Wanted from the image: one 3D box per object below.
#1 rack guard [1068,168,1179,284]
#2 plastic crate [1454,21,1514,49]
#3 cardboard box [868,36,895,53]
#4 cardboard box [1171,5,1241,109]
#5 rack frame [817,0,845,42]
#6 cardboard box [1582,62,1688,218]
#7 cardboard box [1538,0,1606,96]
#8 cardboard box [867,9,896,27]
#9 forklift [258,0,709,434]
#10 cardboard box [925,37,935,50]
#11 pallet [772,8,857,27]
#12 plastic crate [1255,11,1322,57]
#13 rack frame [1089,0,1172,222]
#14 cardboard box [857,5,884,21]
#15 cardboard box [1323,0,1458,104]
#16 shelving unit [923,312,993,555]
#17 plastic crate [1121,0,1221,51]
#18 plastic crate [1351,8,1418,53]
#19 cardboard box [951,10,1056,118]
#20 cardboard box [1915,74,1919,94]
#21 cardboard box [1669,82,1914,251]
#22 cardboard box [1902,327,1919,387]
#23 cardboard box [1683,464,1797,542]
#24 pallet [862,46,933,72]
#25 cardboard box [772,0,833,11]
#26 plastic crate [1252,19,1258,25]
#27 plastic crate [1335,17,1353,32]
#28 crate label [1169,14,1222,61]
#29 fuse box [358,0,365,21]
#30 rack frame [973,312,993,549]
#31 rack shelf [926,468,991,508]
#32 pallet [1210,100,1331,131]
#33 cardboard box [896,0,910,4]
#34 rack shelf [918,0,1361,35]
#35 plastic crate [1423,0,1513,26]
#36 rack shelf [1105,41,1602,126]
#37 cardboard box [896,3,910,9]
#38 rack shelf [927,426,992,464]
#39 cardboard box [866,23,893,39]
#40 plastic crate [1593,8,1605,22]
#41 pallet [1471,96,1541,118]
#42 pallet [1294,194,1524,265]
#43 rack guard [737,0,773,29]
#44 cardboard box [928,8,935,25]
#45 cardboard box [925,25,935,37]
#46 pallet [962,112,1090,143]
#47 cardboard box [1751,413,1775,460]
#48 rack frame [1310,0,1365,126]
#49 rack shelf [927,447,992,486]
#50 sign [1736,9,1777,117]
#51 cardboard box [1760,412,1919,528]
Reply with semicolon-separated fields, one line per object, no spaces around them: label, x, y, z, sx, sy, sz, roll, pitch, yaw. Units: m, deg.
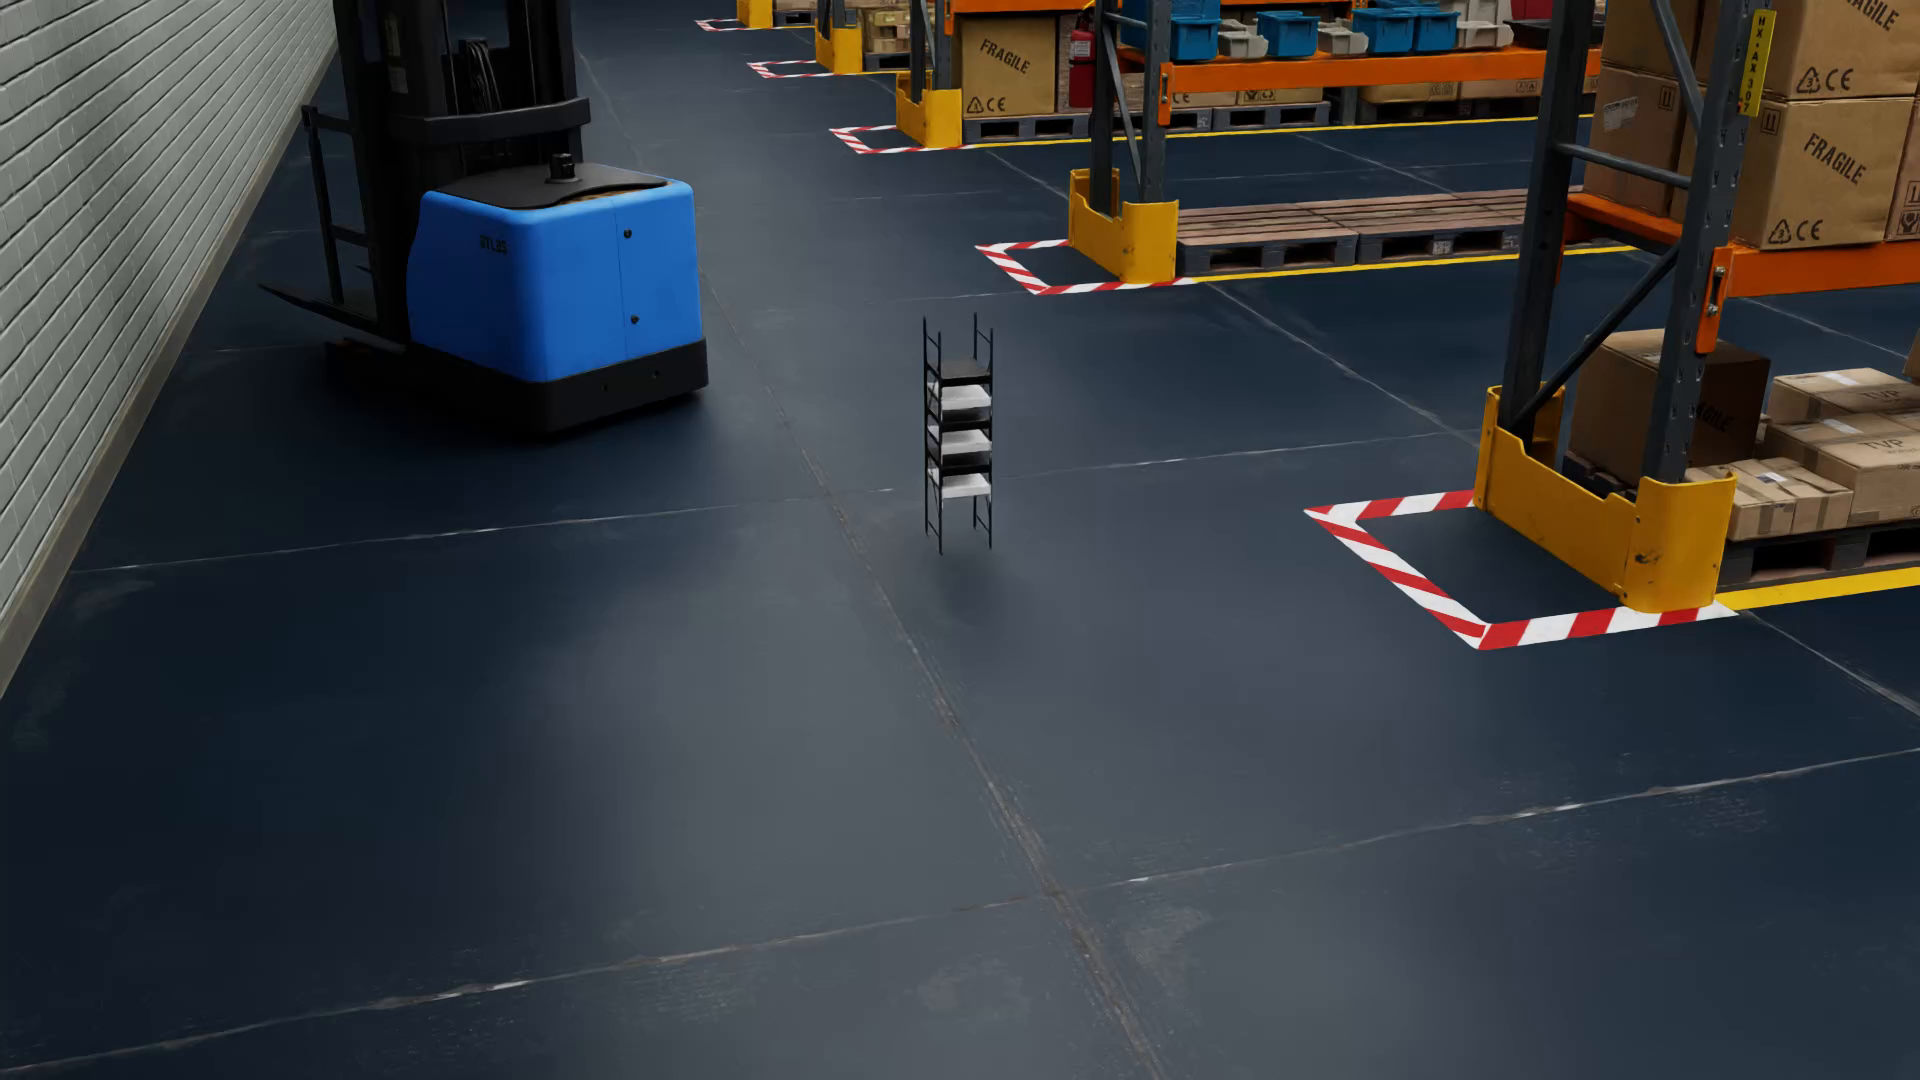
rack guard;1.048;-2.061;10.838;0.348;0.500;1.175;-6;24;-14
plastic crate;3.323;-3.250;10.697;0.466;0.136;0.293;-6;24;-14
cardboard box;-0.922;-5.809;19.485;0.250;0.149;0.380;-6;24;-13
cardboard box;2.057;-4.605;15.758;0.875;0.875;0.875;-6;24;-14
rack frame;-1.513;-6.992;19.159;0.127;3.000;1.000;-6;24;-14
cardboard box;2.759;-1.534;6.311;0.500;0.500;0.500;-6;24;-13
cardboard box;5.902;-5.009;16.700;0.875;0.875;1.225;-6;24;-14
cardboard box;-0.917;-6.075;19.350;0.250;0.149;0.380;-7;24;-17
forklift;-2.684;-2.311;8.337;3.031;2.935;1.130;20;30;38
cardboard box;-0.455;-5.897;19.690;0.250;0.149;0.380;-6;24;-14
pallet;-2.199;-7.694;24.331;1.213;0.211;1.003;-6;24;-14
plastic crate;2.028;-3.140;10.317;0.300;0.233;0.416;-6;24;-14
rack frame;1.067;-3.218;10.362;0.127;3.000;1.000;-6;24;-14
cardboard box;-1.072;-6.301;19.876;0.250;0.149;0.380;-6;24;-14
cardboard box;4.191;-4.816;16.251;0.875;0.875;1.225;-6;24;-14
shelving unit;-0.008;-0.413;6.488;0.210;0.900;0.258;-6;24;-14
plastic crate;1.339;-3.368;10.592;0.499;0.435;0.616;-6;24;-14
plastic crate;2.662;-3.210;10.480;0.300;0.233;0.416;-6;24;-14
cardboard box;0.324;-4.413;15.311;0.875;0.875;0.875;-6;24;-14
cardboard box;3.401;-1.848;5.775;0.500;0.500;0.500;-6;24;-14
cardboard box;2.900;-1.330;5.836;0.500;0.500;0.500;-6;24;-13
cardboard box;4.445;-0.616;6.906;0.637;0.503;0.797;-6;24;-14
cardboard box;2.898;-0.143;6.254;0.250;0.149;0.380;-6;24;-14
pallet;-0.648;-5.792;19.898;1.213;0.211;1.003;-6;24;-14
cardboard box;-2.339;-7.984;24.188;0.875;0.438;0.875;-7;24;-16
plastic crate;2.086;-3.305;10.824;0.243;0.136;0.396;-6;24;-14
plastic crate;2.628;-3.382;11.005;0.250;0.136;0.298;-6;24;-14
crate label;1.394;-3.069;10.154;0.303;0.233;0.416;-6;24;-14
fuse box;-8.797;-8.472;24.242;0.414;1.711;0.539;-6;24;-14
rack frame;0.090;-0.424;6.514;0.006;0.900;0.240;-6;24;-14
rack shelf;-0.008;-0.217;6.573;0.200;0.077;0.258;-6;24;-14
pallet;2.827;-4.191;16.168;1.213;0.211;1.003;-6;24;-14
cardboard box;-0.592;-8.180;24.645;0.875;0.438;0.875;-7;24;-16
rack shelf;1.655;-4.980;15.383;4.000;0.370;1.077;-6;24;-14
plastic crate;3.399;-3.524;11.151;0.530;0.282;0.437;-6;24;-14
rack shelf;2.993;-3.100;11.001;4.000;0.370;1.077;-6;24;-14
cardboard box;-0.599;-6.381;20.065;0.250;0.149;0.380;-7;24;-16
rack shelf;-0.008;-0.382;6.502;0.200;0.077;0.258;-6;24;-14
cardboard box;-0.939;-5.970;19.482;0.250;0.149;0.380;-5;24;-12
plastic crate;4.432;-3.555;11.406;0.243;0.136;0.396;-6;24;-14
pallet;5.480;-4.485;16.852;1.213;0.211;1.003;-6;24;-14
pallet;3.044;-2.138;11.382;1.213;0.211;1.003;-6;24;-14
rack guard;-2.971;-7.709;24.000;0.348;0.500;1.175;-6;24;-14
cardboard box;-0.407;-6.128;19.474;0.250;0.149;0.380;-6;24;-15
cardboard box;-0.449;-6.037;19.639;0.250;0.149;0.380;-6;24;-14
pallet;0.478;-3.931;15.562;1.213;0.211;1.003;-6;24;-14
cardboard box;3.273;-0.397;6.824;0.250;0.166;0.380;-6;24;-14
rack frame;3.581;-5.524;15.738;0.127;3.000;1.000;-6;24;-14
rack shelf;-0.008;-0.299;6.537;0.200;0.077;0.258;-6;24;-14
sign;2.548;-1.528;5.328;0.005;0.325;0.100;-6;24;-14
cardboard box;3.483;-0.279;6.442;0.500;0.250;0.500;-6;24;-14
